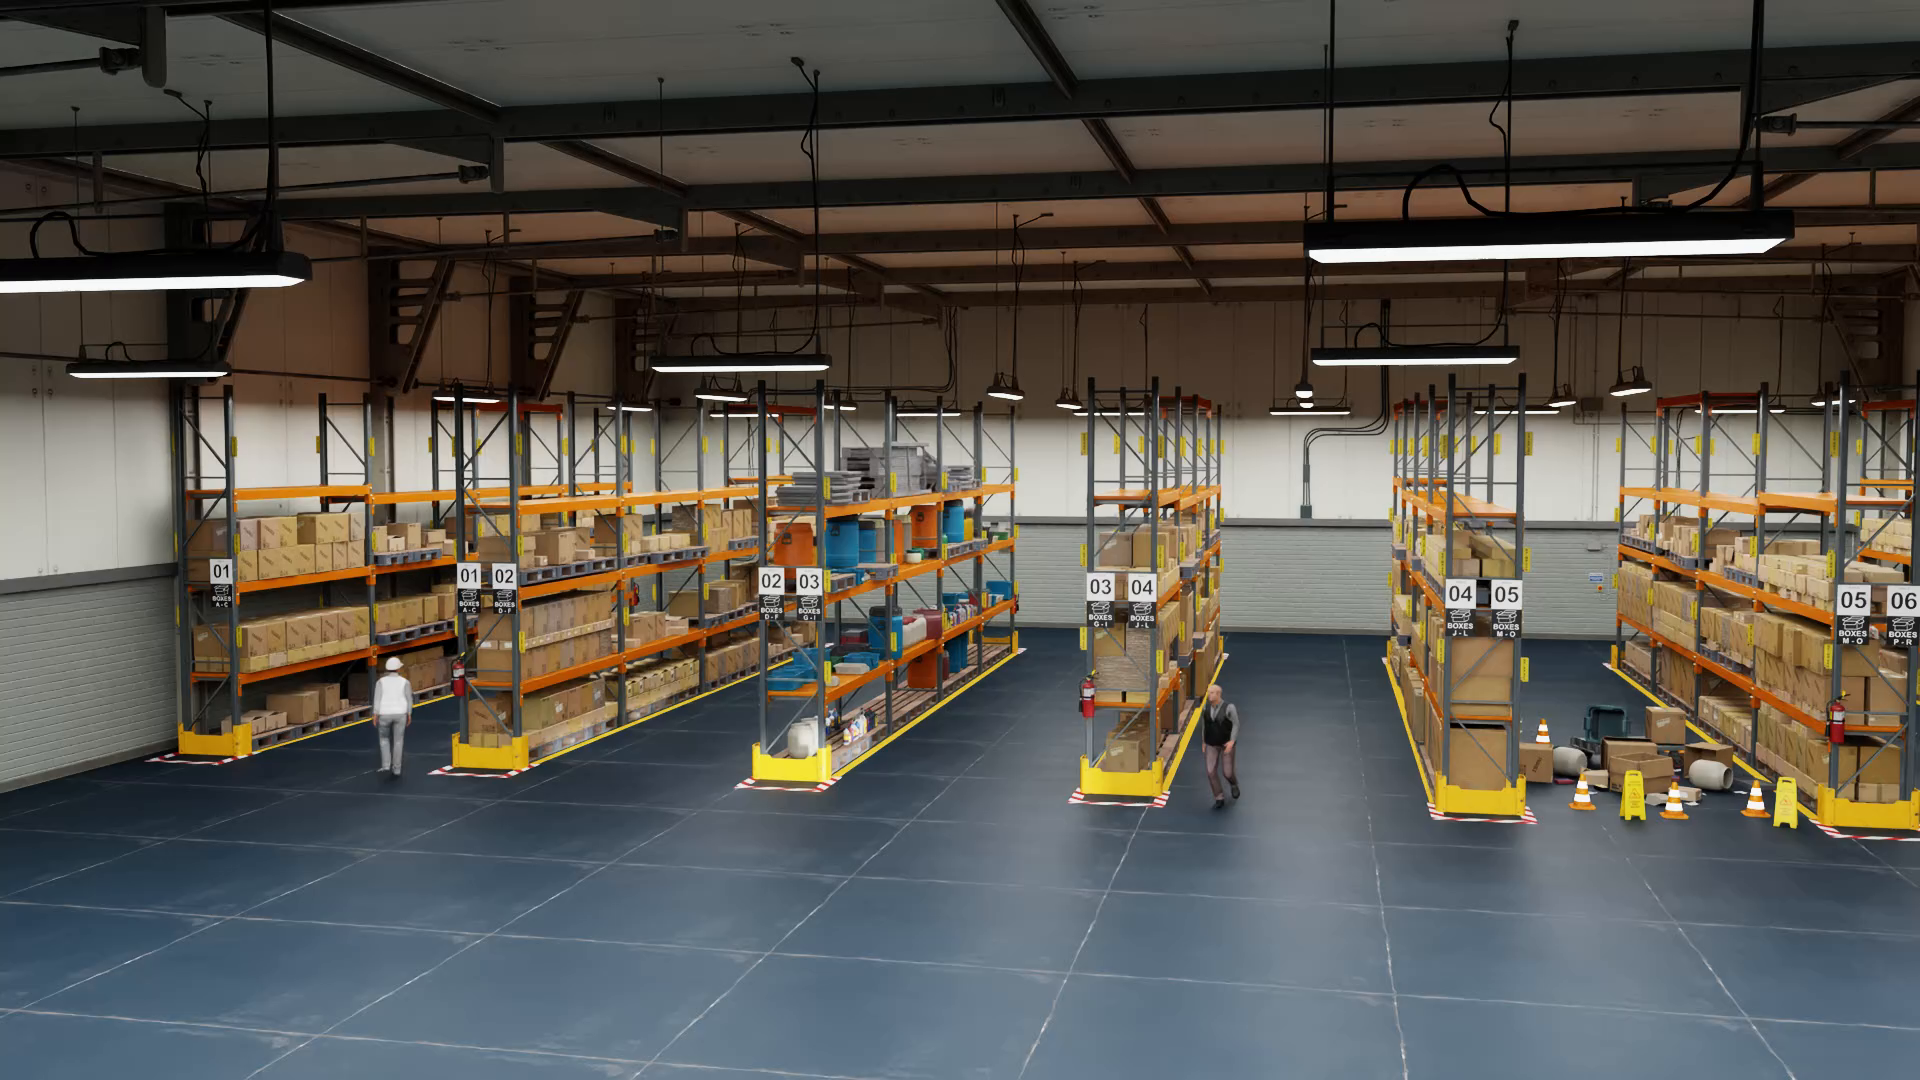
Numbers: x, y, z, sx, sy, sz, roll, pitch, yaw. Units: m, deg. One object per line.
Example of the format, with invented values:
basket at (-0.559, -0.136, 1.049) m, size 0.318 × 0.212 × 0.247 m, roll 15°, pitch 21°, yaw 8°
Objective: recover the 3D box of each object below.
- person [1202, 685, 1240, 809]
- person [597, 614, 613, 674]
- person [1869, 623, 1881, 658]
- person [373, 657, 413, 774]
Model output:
person at (3.641, 2.866, 23.233) m, size 0.595 × 1.690 × 0.623 m, roll 2°, pitch 4°, yaw 29°
person at (-7.818, 2.117, 36.569) m, size 0.468 × 1.683 × 0.520 m, roll 2°, pitch 4°, yaw 27°
person at (17.605, 2.306, 32.155) m, size 0.519 × 1.782 × 0.537 m, roll -1°, pitch 3°, yaw -12°
person at (-8.684, 2.711, 25.470) m, size 0.586 × 1.808 × 0.595 m, roll -1°, pitch 3°, yaw -23°
